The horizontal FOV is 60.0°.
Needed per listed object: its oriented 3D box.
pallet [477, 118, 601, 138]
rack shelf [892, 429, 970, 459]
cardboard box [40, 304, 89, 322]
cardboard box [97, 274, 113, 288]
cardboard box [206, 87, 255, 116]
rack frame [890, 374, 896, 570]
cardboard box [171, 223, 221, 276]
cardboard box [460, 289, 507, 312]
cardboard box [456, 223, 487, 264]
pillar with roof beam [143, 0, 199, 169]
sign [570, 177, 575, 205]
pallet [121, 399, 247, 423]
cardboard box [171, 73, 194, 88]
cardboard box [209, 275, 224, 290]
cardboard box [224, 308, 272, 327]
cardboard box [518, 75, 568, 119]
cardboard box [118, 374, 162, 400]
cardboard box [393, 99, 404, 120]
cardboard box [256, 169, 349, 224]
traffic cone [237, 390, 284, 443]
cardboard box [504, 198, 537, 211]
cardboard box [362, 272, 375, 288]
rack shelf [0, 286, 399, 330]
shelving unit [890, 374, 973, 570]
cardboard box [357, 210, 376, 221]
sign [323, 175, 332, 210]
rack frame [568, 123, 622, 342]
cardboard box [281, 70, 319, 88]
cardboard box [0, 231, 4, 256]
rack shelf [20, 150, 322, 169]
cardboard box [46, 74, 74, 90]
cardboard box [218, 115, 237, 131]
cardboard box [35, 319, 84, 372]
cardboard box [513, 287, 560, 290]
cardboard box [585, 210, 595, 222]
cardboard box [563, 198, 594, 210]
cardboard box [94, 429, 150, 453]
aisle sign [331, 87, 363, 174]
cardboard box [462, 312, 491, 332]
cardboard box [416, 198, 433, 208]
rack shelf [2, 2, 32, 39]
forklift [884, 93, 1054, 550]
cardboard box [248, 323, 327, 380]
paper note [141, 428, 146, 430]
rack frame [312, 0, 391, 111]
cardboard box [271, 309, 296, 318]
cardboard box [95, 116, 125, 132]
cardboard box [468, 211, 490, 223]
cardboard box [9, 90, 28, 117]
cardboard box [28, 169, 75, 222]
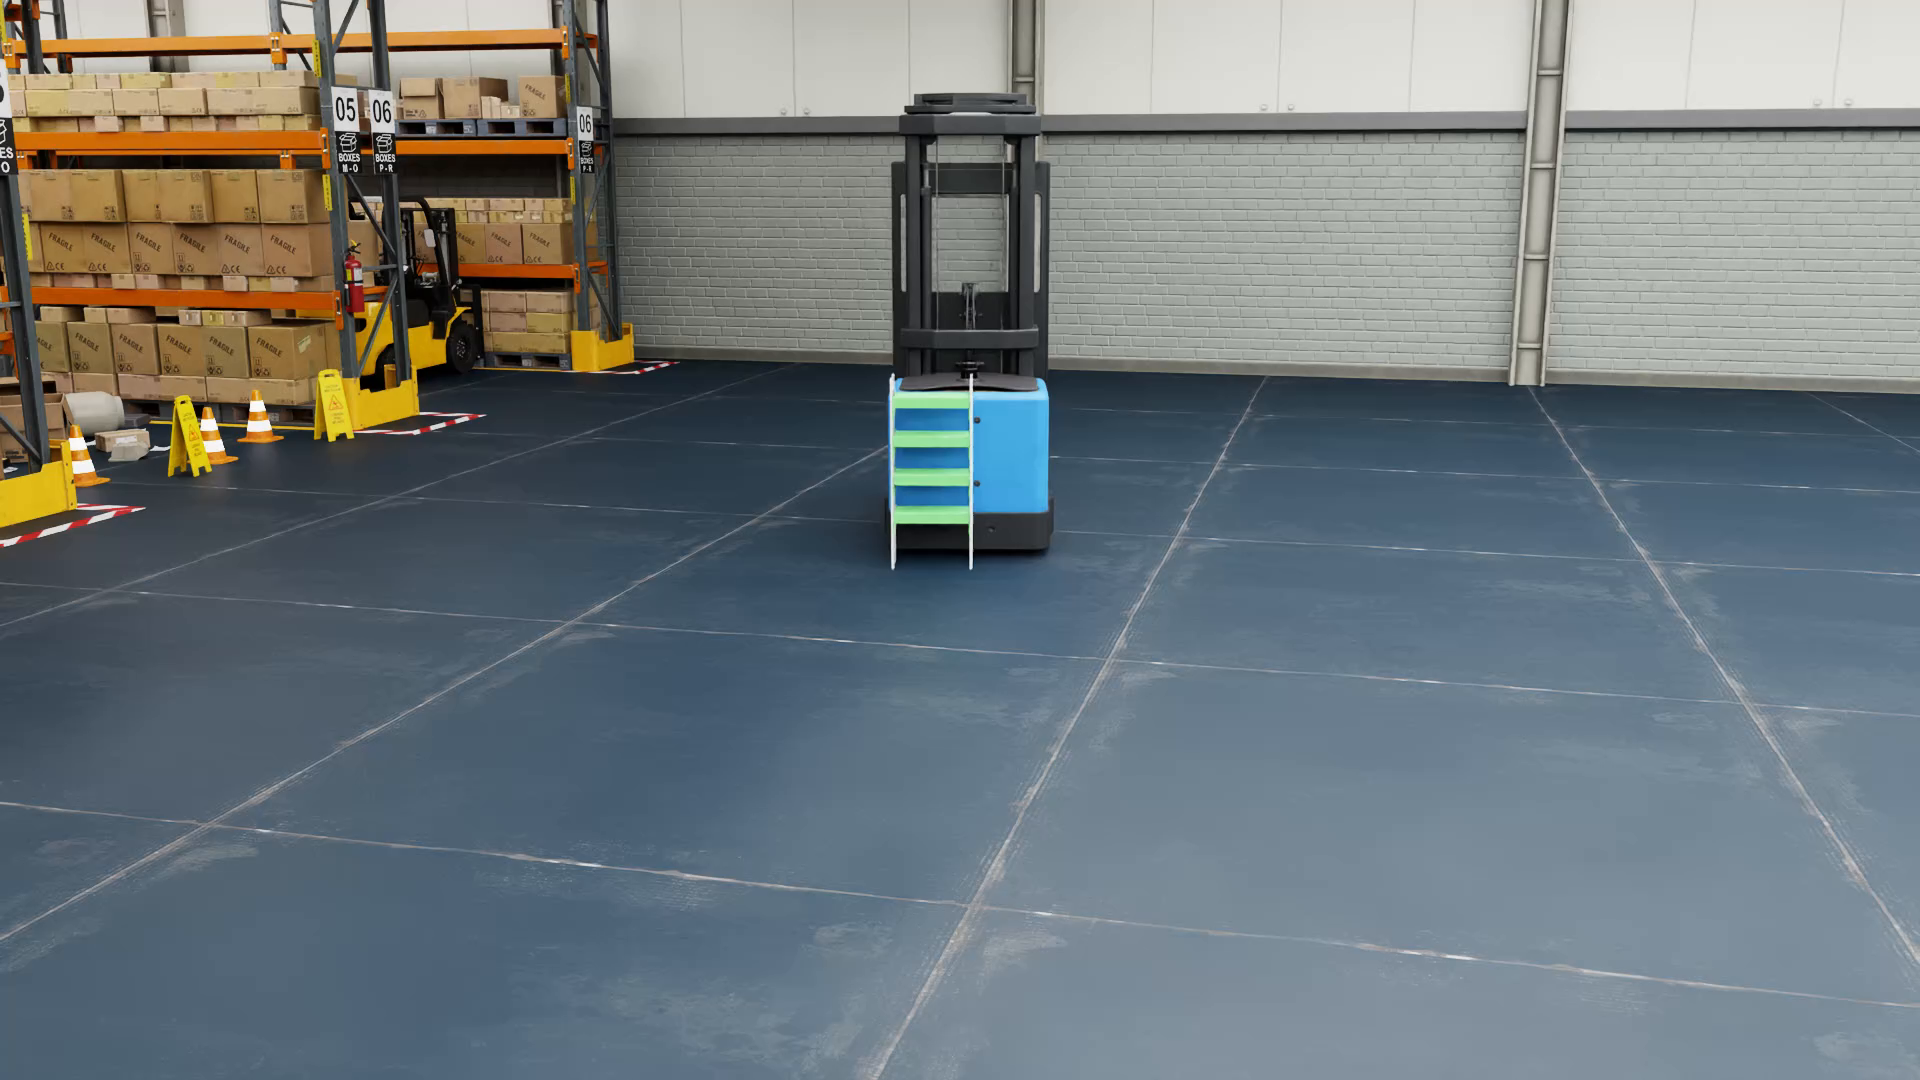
[{"bbox_3d":[-5.250,-5.149,20.794,1.213,0.211,1.003,3,13,14],"label":"pallet"},{"bbox_3d":[-0.175,-0.596,10.336,0.480,0.148,0.258,0,13,1],"label":"rack shelf"},{"bbox_3d":[-9.024,-2.288,16.770,0.250,0.149,0.380,3,13,14],"label":"cardboard box"},{"bbox_3d":[-8.389,-2.605,16.632,0.250,0.149,0.380,3,13,13],"label":"cardboard box"},{"bbox_3d":[-6.802,-4.177,15.868,0.500,0.250,0.500,3,13,13],"label":"cardboard box"},{"bbox_3d":[-0.419,-0.425,10.379,0.015,1.200,0.240,0,13,1],"label":"rack frame"},{"bbox_3d":[-7.319,-2.859,16.278,0.500,0.500,0.500,3,13,13],"label":"cardboard box"},{"bbox_3d":[-6.081,-3.044,21.097,0.500,0.250,0.500,3,13,14],"label":"cardboard box"},{"bbox_3d":[-6.110,-3.760,21.024,0.500,0.500,0.500,3,13,12],"label":"cardboard box"},{"bbox_3d":[-11.887,-6.246,18.609,0.400,9.000,9.100,3,13,14],"label":"pillar with roof beam"},{"bbox_3d":[-4.714,-4.253,20.257,0.005,0.325,0.100,3,13,14],"label":"sign"},{"bbox_3d":[-7.791,-1.397,17.044,1.213,0.211,1.003,3,13,14],"label":"pallet"},{"bbox_3d":[-7.366,-4.416,16.026,0.250,0.149,0.380,3,13,12],"label":"cardboard box"},{"bbox_3d":[-7.159,-2.551,16.384,0.250,0.149,0.380,3,13,14],"label":"cardboard box"},{"bbox_3d":[-6.969,-2.178,16.277,0.250,0.149,0.380,3,13,15],"label":"cardboard box"},{"bbox_3d":[-5.058,-5.424,20.399,0.500,0.500,0.500,3,13,15],"label":"cardboard box"},{"bbox_3d":[-8.094,-1.572,16.772,0.500,0.250,0.500,3,13,13],"label":"cardboard box"},{"bbox_3d":[-7.085,-5.405,20.853,0.258,0.266,0.396,3,13,12],"label":"cardboard box"},{"bbox_3d":[-6.304,-3.304,15.975,0.500,0.500,0.700,3,13,12],"label":"cardboard box"},{"bbox_3d":[-6.482,-1.154,15.366,0.334,0.463,0.336,3,13,14],"label":"traffic cone"},{"bbox_3d":[-5.476,-4.184,20.753,0.250,0.149,0.380,3,13,15],"label":"cardboard box"},{"bbox_3d":[-6.036,-2.580,16.516,0.250,0.149,0.380,3,13,14],"label":"cardboard box"},{"bbox_3d":[-7.697,-2.394,16.759,4.000,0.370,1.077,3,13,14],"label":"rack shelf"},{"bbox_3d":[-0.175,-0.424,10.375,0.503,1.200,0.258,0,13,1],"label":"shelving unit"},{"bbox_3d":[-7.474,-4.137,21.228,0.250,0.149,0.380,3,13,15],"label":"cardboard box"},{"bbox_3d":[-5.908,-3.245,15.532,0.005,0.325,0.100,3,13,14],"label":"sign"},{"bbox_3d":[-4.570,-3.685,20.919,0.127,3.000,1.000,3,13,14],"label":"rack frame"},{"bbox_3d":[-6.155,-4.328,15.629,0.250,0.149,0.380,3,13,14],"label":"cardboard box"},{"bbox_3d":[-7.195,-2.223,11.488,0.550,0.550,0.875,3,13,14],"label":"cardboard box"},{"bbox_3d":[-10.395,-5.110,22.075,4.000,0.370,1.077,3,13,14],"label":"rack shelf"},{"bbox_3d":[-8.649,-4.453,16.192,0.250,0.149,0.380,3,13,13],"label":"cardboard box"},{"bbox_3d":[-6.898,-3.997,15.978,0.250,0.149,0.380,3,13,14],"label":"cardboard box"},{"bbox_3d":[-9.131,-1.990,16.926,0.500,0.500,0.500,4,13,16],"label":"cardboard box"},{"bbox_3d":[-5.477,-3.126,21.468,0.500,0.250,0.500,3,13,14],"label":"cardboard box"},{"bbox_3d":[-4.837,-4.123,21.163,0.250,0.149,0.380,3,13,12],"label":"cardboard box"},{"bbox_3d":[-4.845,-4.258,21.087,0.250,0.149,0.380,3,13,12],"label":"cardboard box"},{"bbox_3d":[-7.512,-0.893,14.914,0.250,0.149,0.380,12,17,43],"label":"cardboard box"},{"bbox_3d":[-5.765,-3.846,15.642,0.004,0.787,0.394,3,13,14],"label":"aisle sign"},{"bbox_3d":[-6.108,-2.802,21.163,0.500,0.250,0.500,3,13,12],"label":"cardboard box"},{"bbox_3d":[-6.699,-4.265,21.118,0.250,0.149,0.380,3,13,14],"label":"cardboard box"},{"bbox_3d":[-11.581,-5.335,17.088,4.000,0.370,1.077,3,13,14],"label":"rack shelf"},{"bbox_3d":[0.078,-1.628,11.807,1.130,2.935,3.031,0,13,1],"label":"forklift"},{"bbox_3d":[-6.596,-1.857,16.325,0.500,0.500,0.500,3,13,14],"label":"cardboard box"},{"bbox_3d":[-7.883,-1.052,15.906,0.148,0.019,0.142,-1,13,-6],"label":"paper note"},{"bbox_3d":[-5.756,-5.570,15.564,0.127,3.000,1.000,3,13,14],"label":"rack frame"},{"bbox_3d":[-8.963,-2.963,22.178,0.625,0.625,0.875,4,13,16],"label":"cardboard box"},{"bbox_3d":[-8.165,-4.037,16.161,0.250,0.149,0.380,3,13,12],"label":"cardboard box"},{"bbox_3d":[-5.975,-4.062,20.890,0.250,0.149,0.380,3,13,12],"label":"cardboard box"},{"bbox_3d":[-9.278,-4.305,16.446,0.500,0.250,0.500,3,13,12],"label":"cardboard box"},{"bbox_3d":[-8.773,-3.431,16.549,0.500,0.500,0.700,3,13,14],"label":"cardboard box"}]
